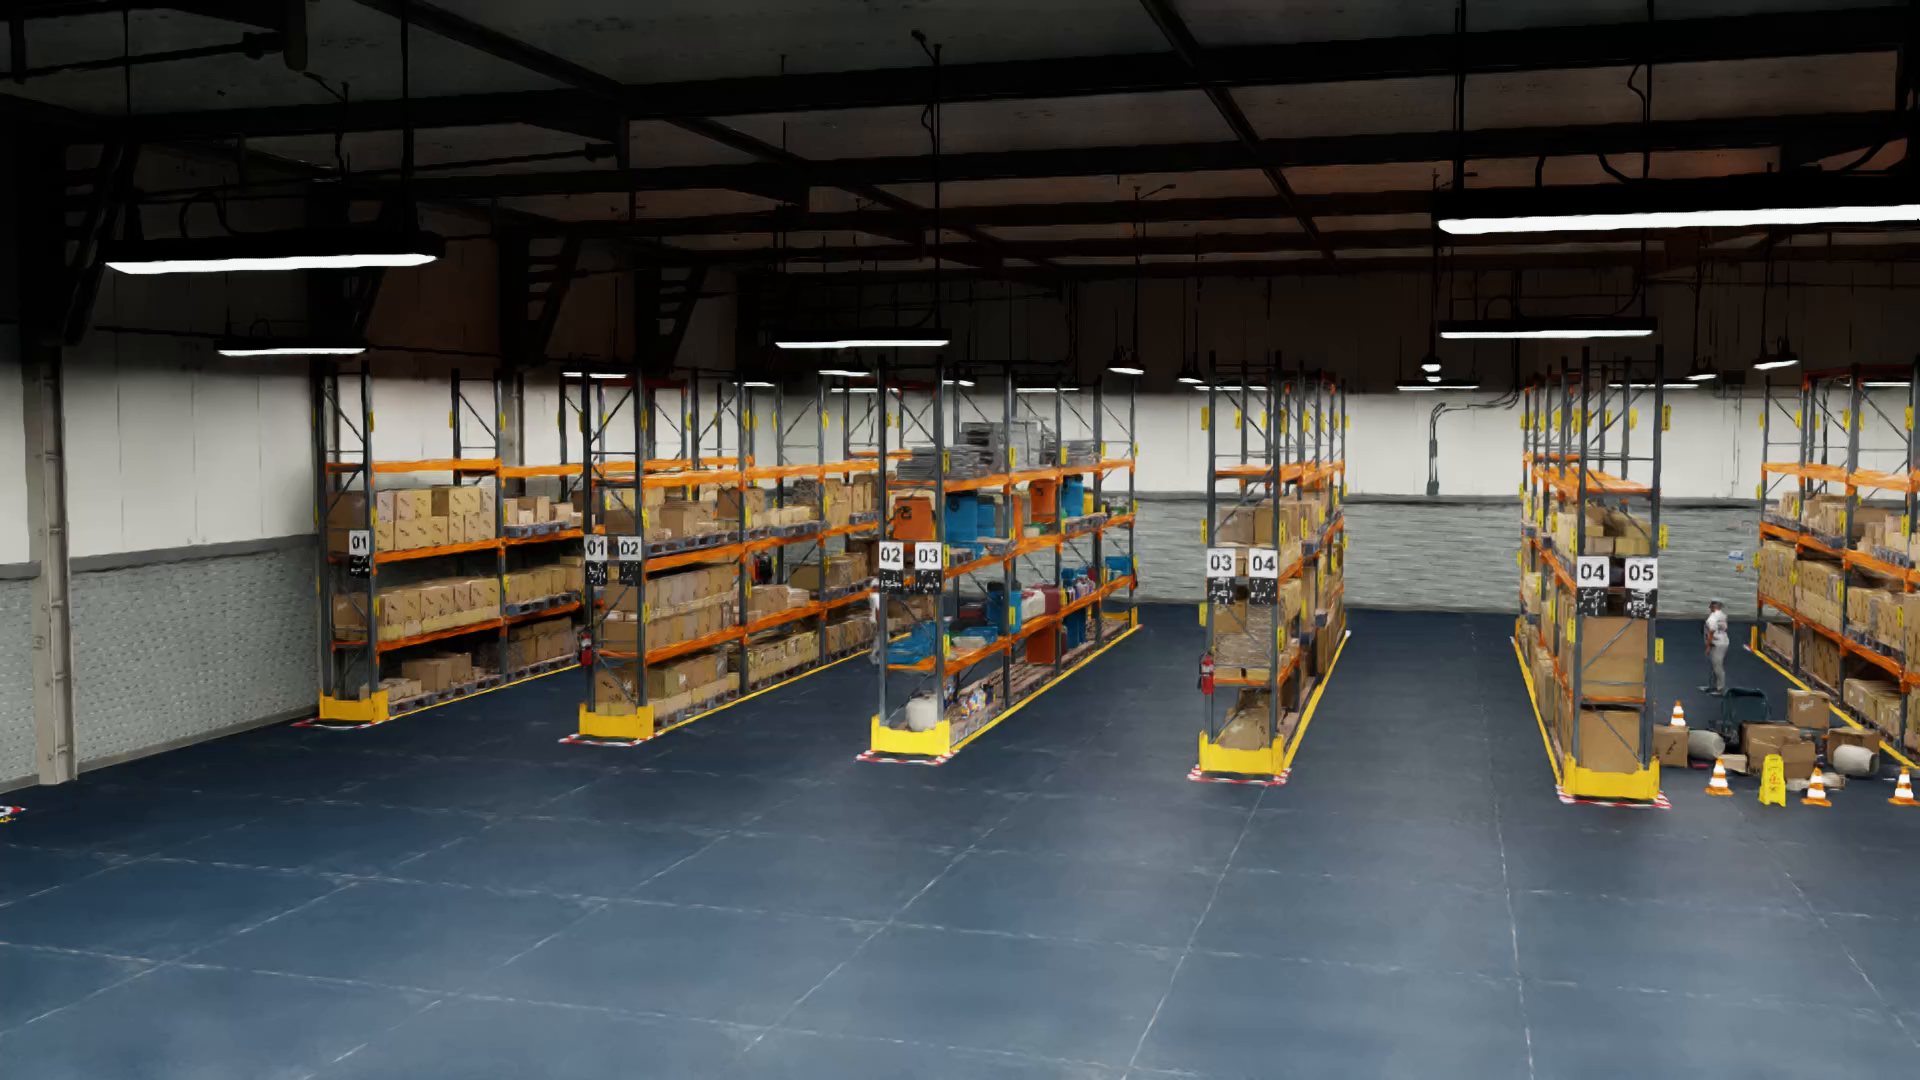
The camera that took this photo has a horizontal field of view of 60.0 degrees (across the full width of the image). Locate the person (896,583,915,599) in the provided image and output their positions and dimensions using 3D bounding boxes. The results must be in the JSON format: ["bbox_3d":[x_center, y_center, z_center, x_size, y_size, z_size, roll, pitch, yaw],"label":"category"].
[{"bbox_3d":[-1.379,1.116,43.583,0.458,1.531,0.876,3,5,39],"label":"person"}]

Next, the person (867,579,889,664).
[{"bbox_3d":[-1.708,1.680,34.140,0.456,1.762,0.607,-1,4,-14],"label":"person"}]

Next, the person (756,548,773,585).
[{"bbox_3d":[-5.363,0.976,44.455,0.720,1.714,0.503,-2,5,-29],"label":"person"}]

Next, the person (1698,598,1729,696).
[{"bbox_3d":[13.805,1.939,30.462,0.580,1.746,0.654,4,6,43],"label":"person"}]
